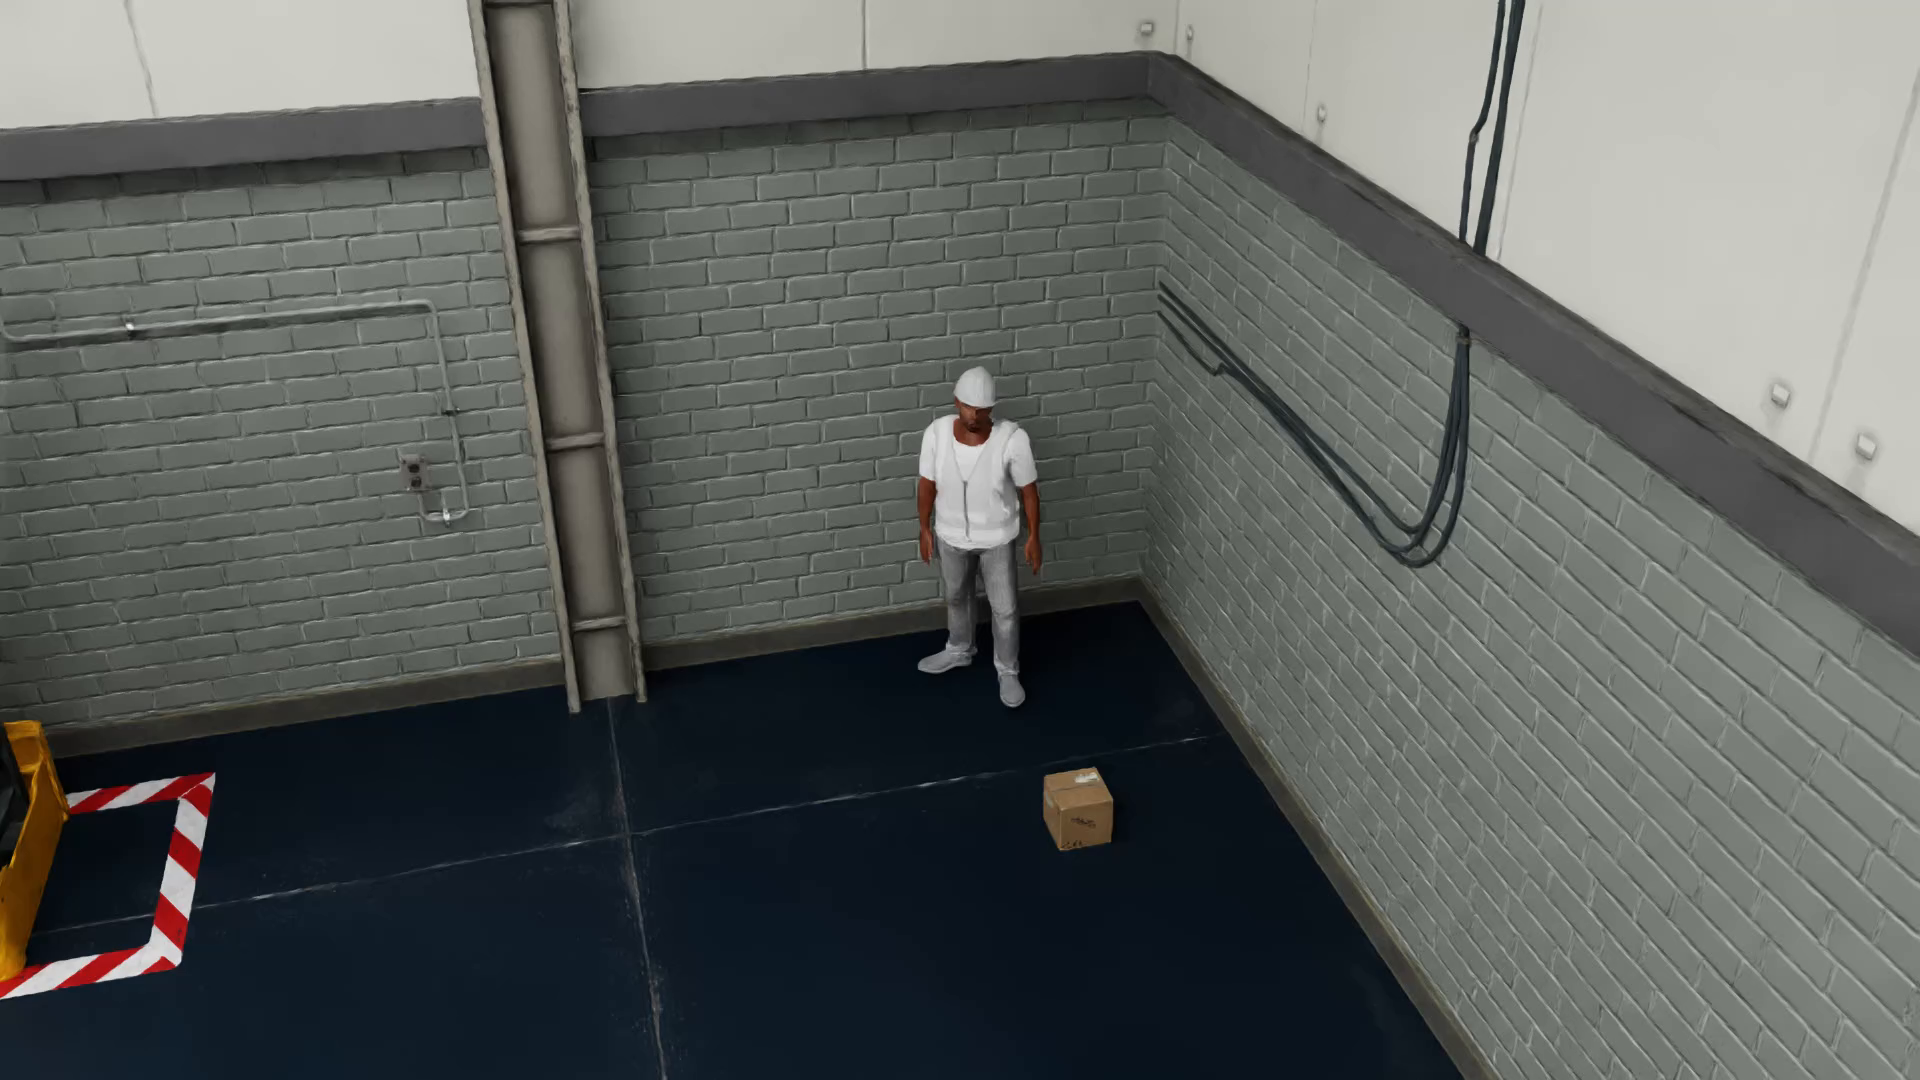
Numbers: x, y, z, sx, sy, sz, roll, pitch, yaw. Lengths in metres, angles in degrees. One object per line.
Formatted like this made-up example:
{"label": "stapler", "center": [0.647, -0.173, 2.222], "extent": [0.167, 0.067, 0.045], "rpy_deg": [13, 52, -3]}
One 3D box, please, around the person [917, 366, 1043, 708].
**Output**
{"label": "person", "center": [0.092, -0.031, 8.228], "extent": [0.663, 1.767, 0.377], "rpy_deg": [10, 32, 17]}
